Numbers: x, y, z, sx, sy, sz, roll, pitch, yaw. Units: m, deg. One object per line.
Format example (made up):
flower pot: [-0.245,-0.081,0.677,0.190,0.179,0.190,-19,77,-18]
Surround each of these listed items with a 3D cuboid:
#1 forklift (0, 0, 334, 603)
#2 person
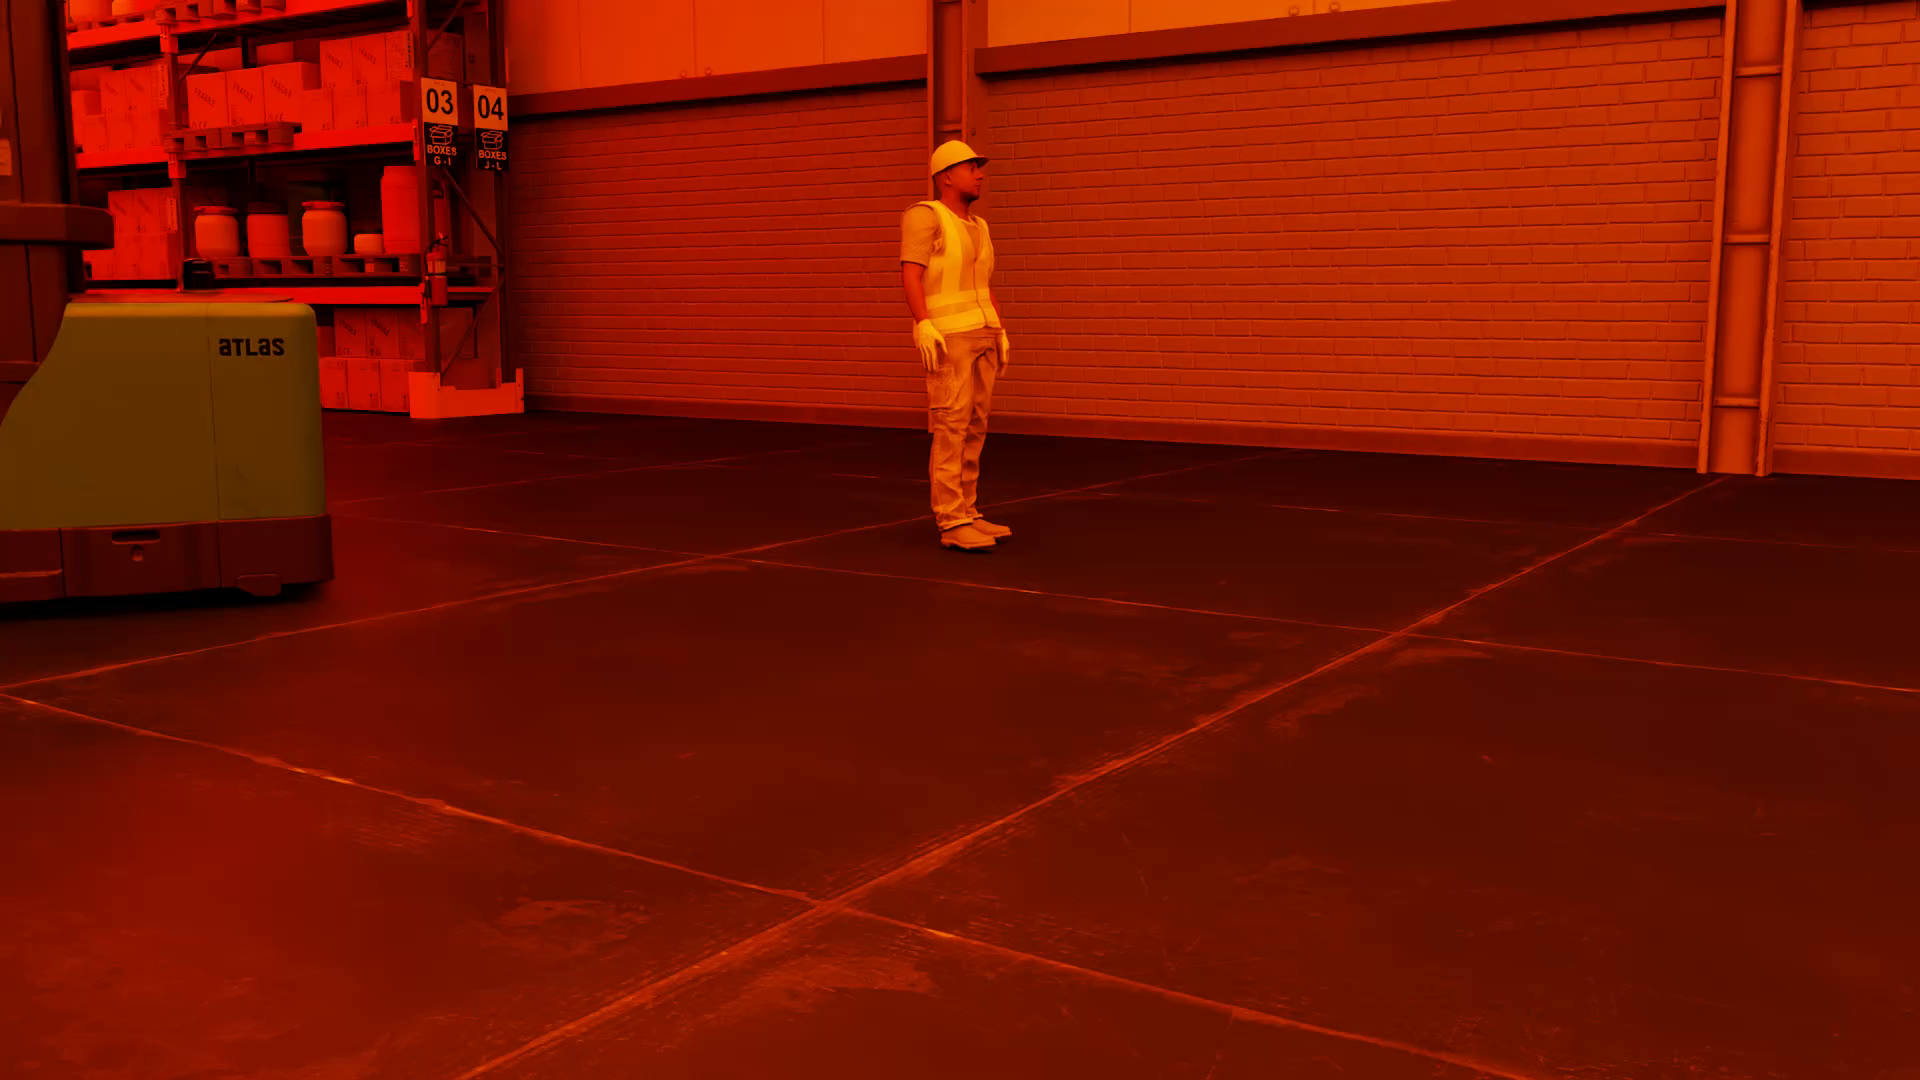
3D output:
forklift: [-3.869,-1.214,5.732,3.031,2.935,1.130,-3,9,-23]
person: [0.055,-0.881,7.430,0.575,1.779,0.657,5,10,34]
